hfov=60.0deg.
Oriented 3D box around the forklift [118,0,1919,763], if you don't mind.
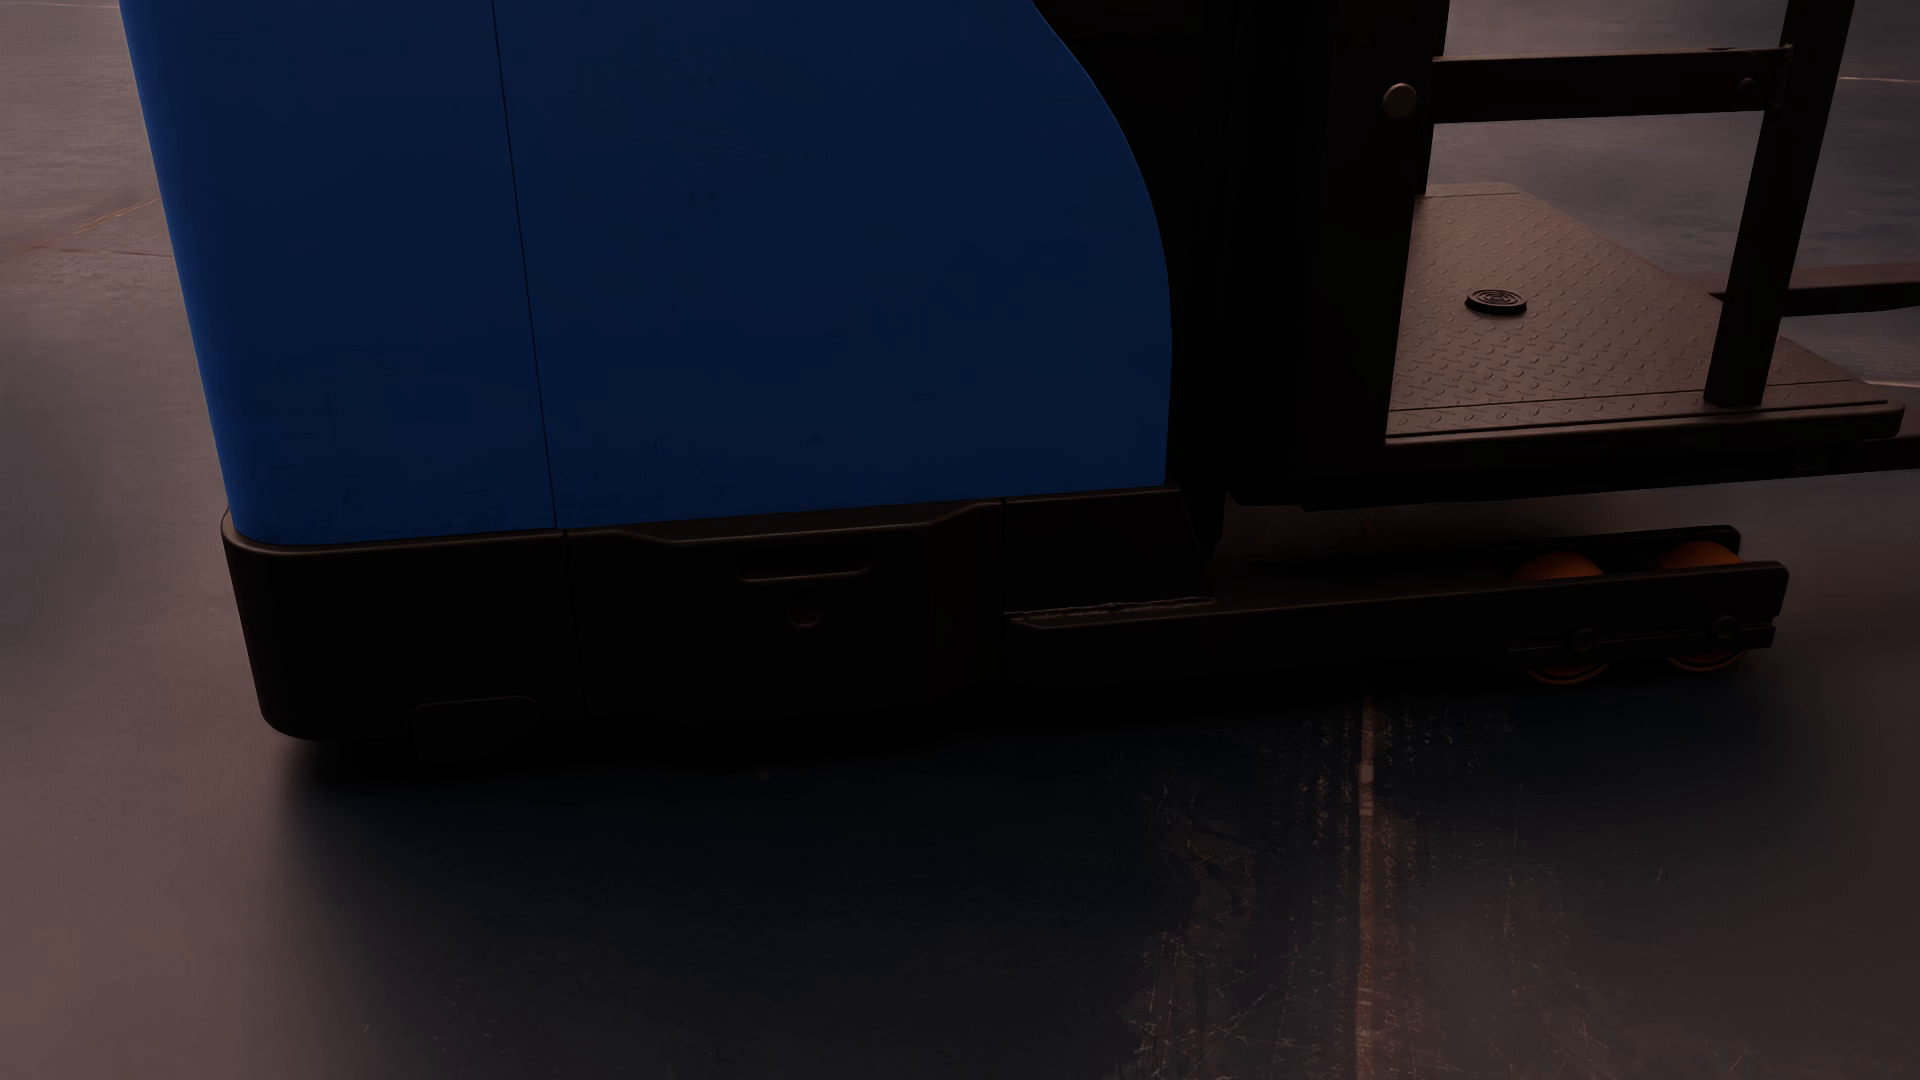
[{"bbox_3d":[0.600,-1.354,1.930,3.031,2.935,1.130,-4,27,-9],"label":"forklift"}]
